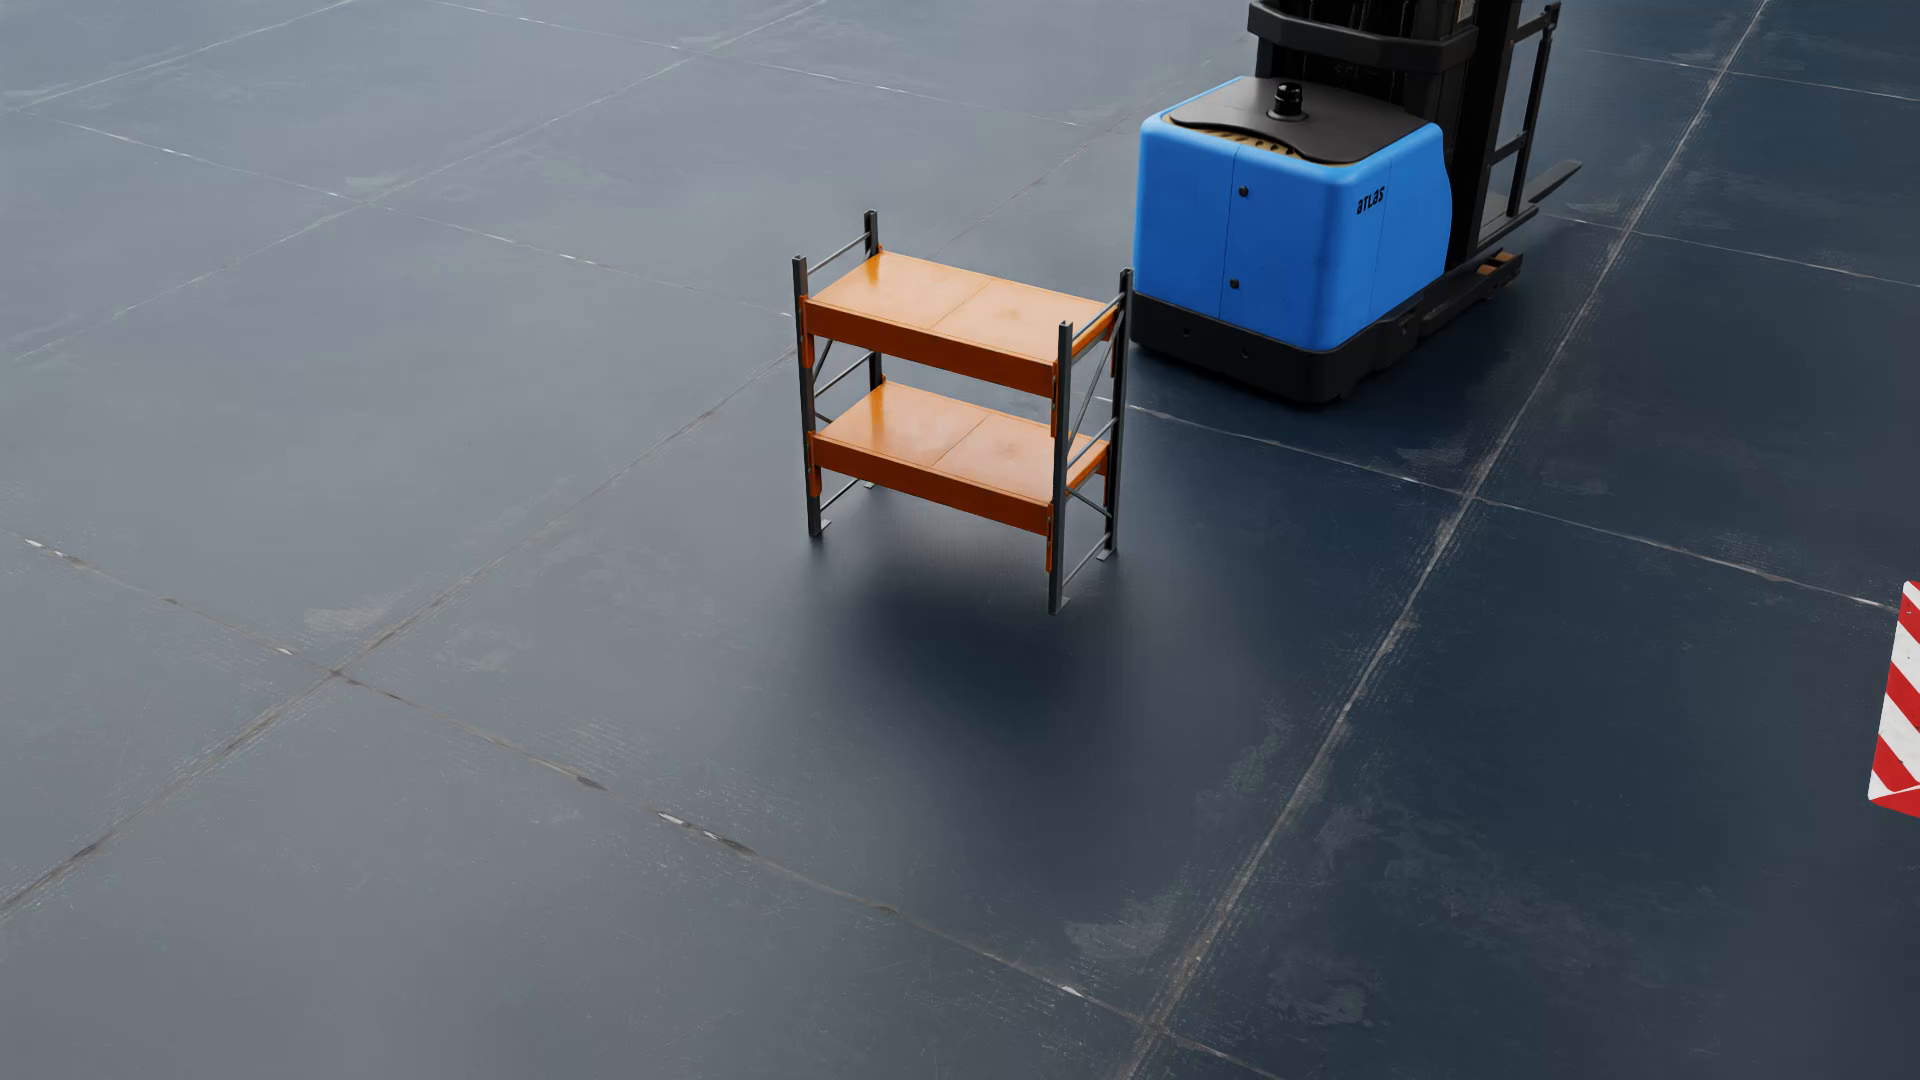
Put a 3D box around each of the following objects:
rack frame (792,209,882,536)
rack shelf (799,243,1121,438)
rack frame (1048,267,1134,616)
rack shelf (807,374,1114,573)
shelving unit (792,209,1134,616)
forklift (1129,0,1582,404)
[{"bbox_3d":[-0.435,-0.606,6.145,0.032,1.125,0.500,18,37,24],"label":"rack frame"},{"bbox_3d":[0.006,-0.710,5.773,1.000,0.278,0.538,18,37,24],"label":"rack shelf"},{"bbox_3d":[0.447,-0.327,5.725,0.032,1.125,0.500,18,37,24],"label":"rack frame"},{"bbox_3d":[0.006,-0.263,6.071,1.000,0.278,0.538,18,37,24],"label":"rack shelf"},{"bbox_3d":[0.006,-0.466,5.935,1.048,1.125,0.538,18,37,24],"label":"shelving unit"},{"bbox_3d":[2.083,-2.534,7.410,1.130,2.935,3.031,25,41,33],"label":"forklift"}]
